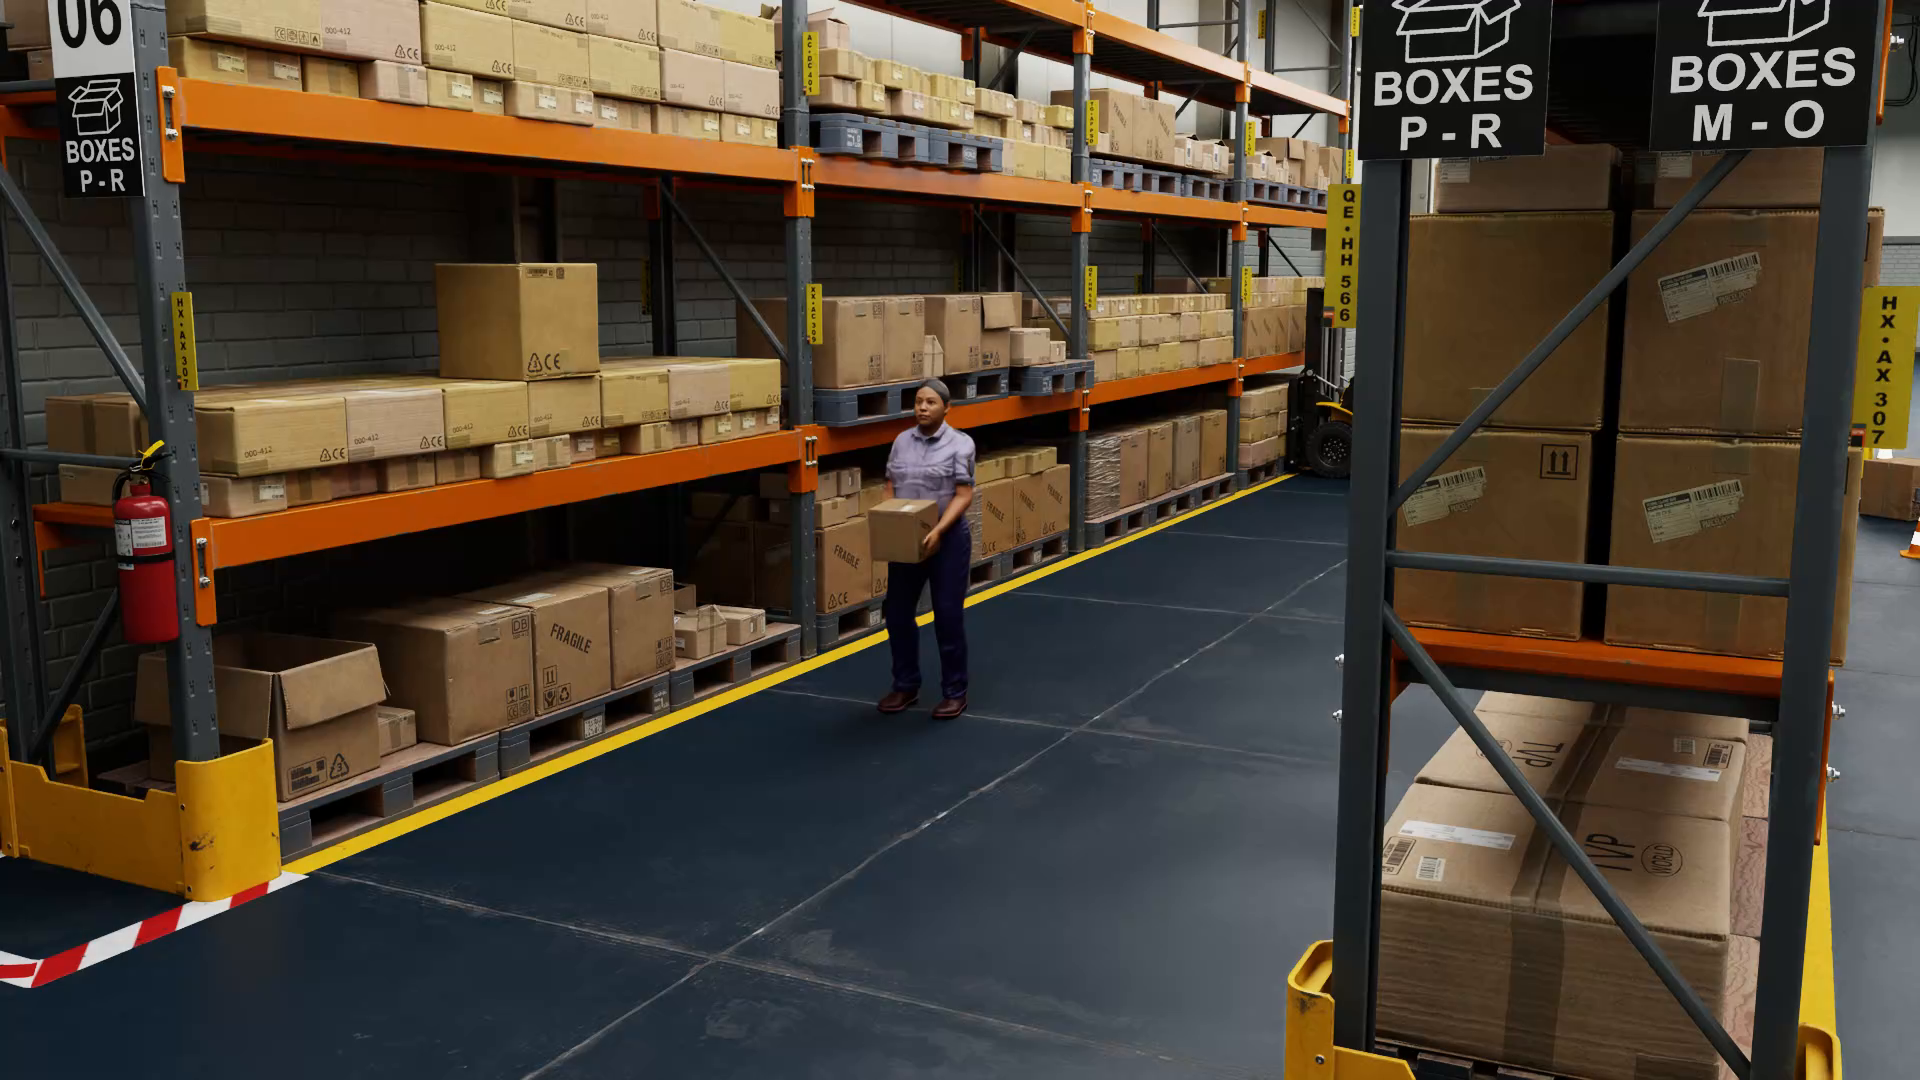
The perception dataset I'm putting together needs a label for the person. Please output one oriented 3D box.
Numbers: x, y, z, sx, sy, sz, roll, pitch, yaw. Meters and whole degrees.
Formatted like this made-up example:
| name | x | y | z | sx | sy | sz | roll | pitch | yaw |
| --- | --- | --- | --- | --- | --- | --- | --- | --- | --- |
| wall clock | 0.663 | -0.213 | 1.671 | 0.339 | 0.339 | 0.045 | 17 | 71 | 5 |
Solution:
| name | x | y | z | sx | sy | sz | roll | pitch | yaw |
| --- | --- | --- | --- | --- | --- | --- | --- | --- | --- |
| person | -0.181 | 0.048 | 8.141 | 0.480 | 1.638 | 0.498 | 4 | 10 | 26 |
